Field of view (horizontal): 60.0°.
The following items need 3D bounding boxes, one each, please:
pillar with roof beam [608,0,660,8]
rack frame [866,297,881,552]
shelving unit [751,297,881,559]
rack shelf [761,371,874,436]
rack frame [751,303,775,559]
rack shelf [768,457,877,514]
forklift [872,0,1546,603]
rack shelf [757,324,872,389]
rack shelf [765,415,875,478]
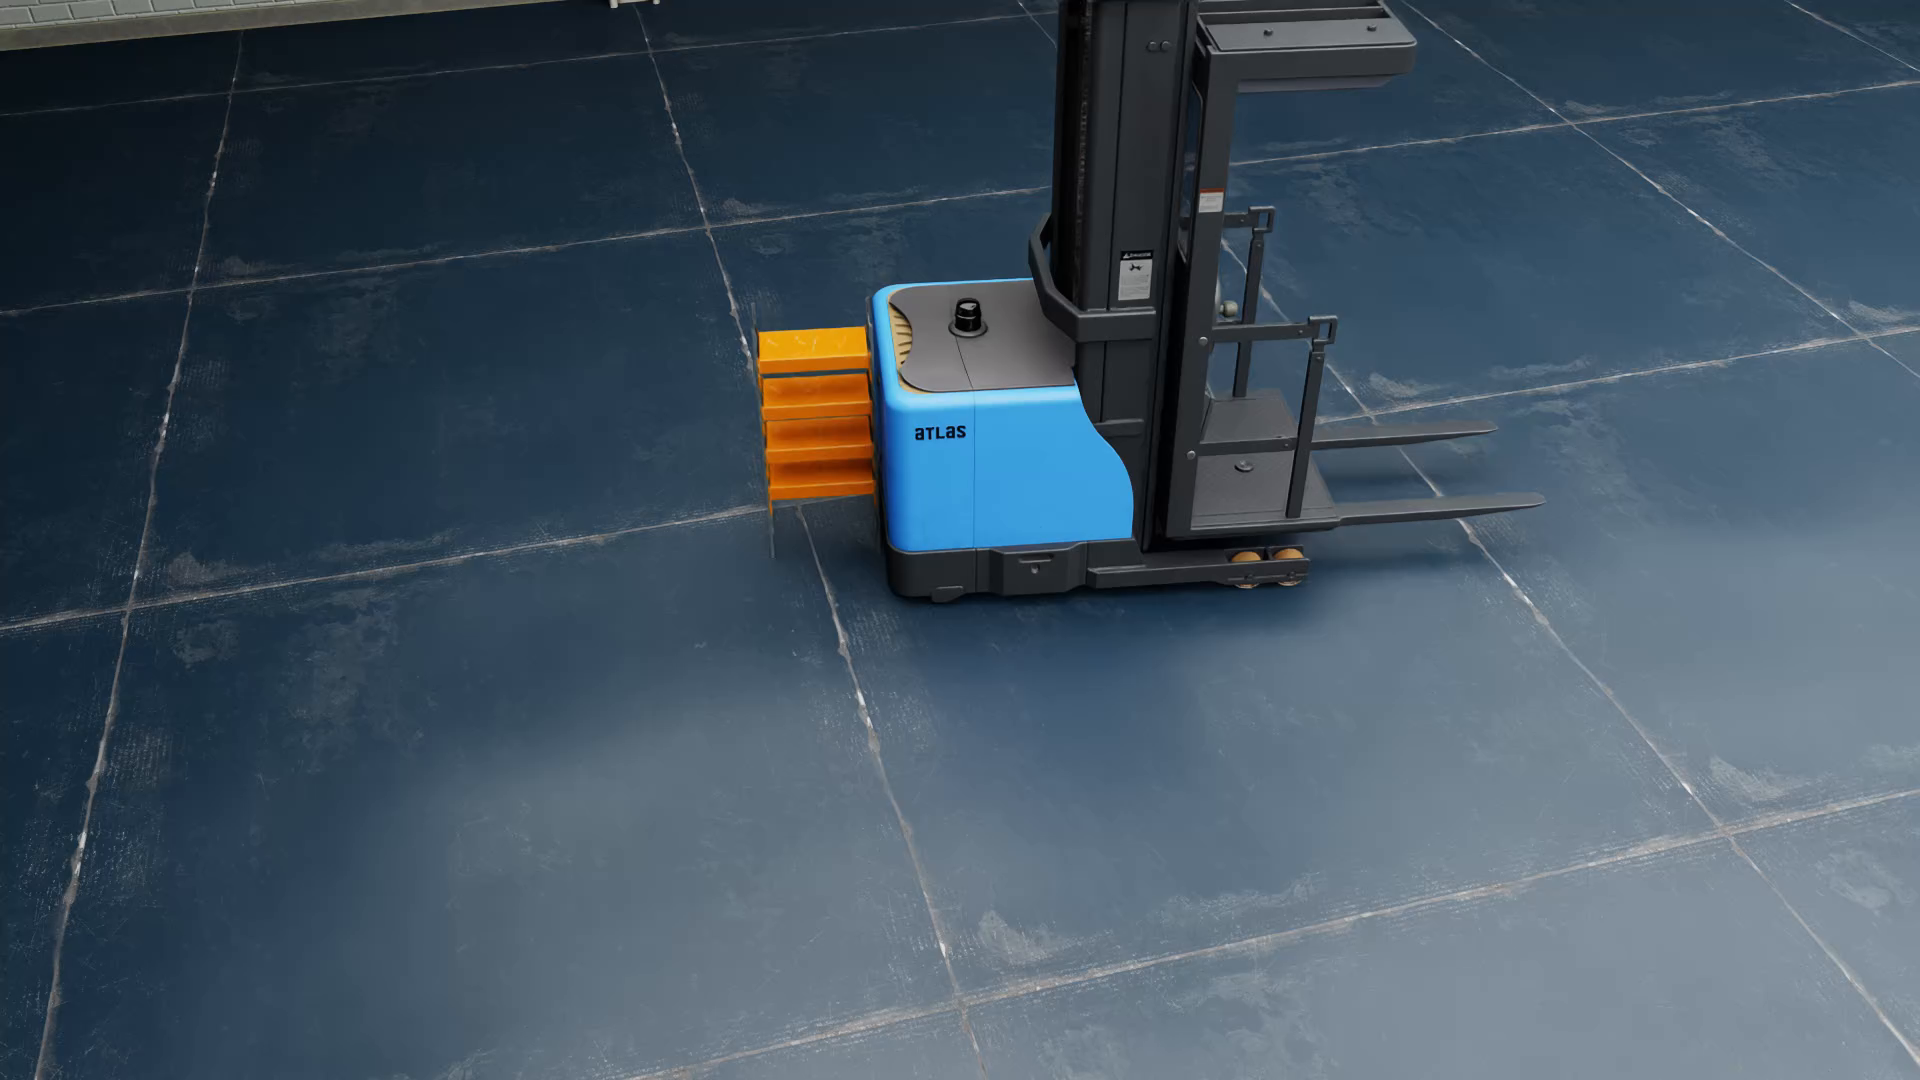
[{"bbox_3d":[-1.527,-5.434,7.448,0.400,9.000,9.100,-9,38,-12],"label":"pillar with roof beam"},{"bbox_3d":[-0.386,-0.492,7.406,0.015,1.200,0.240,-4,38,-5],"label":"rack frame"},{"bbox_3d":[-0.628,-0.477,7.386,0.503,1.200,0.258,-4,38,-5],"label":"shelving unit"},{"bbox_3d":[-0.628,-0.601,7.291,0.480,0.148,0.258,-4,38,-5],"label":"rack shelf"},{"bbox_3d":[-0.871,-0.461,7.365,0.015,1.200,0.240,-4,38,-5],"label":"rack frame"},{"bbox_3d":[-0.628,-0.266,7.547,0.480,0.148,0.258,-4,38,-5],"label":"rack shelf"},{"bbox_3d":[1.144,-1.264,6.990,3.031,2.935,1.130,-4,38,-5],"label":"forklift"},{"bbox_3d":[-0.628,-0.789,7.147,0.480,0.148,0.258,-4,38,-5],"label":"rack shelf"},{"bbox_3d":[-0.628,-0.423,7.426,0.480,0.148,0.258,-4,38,-5],"label":"rack shelf"}]
